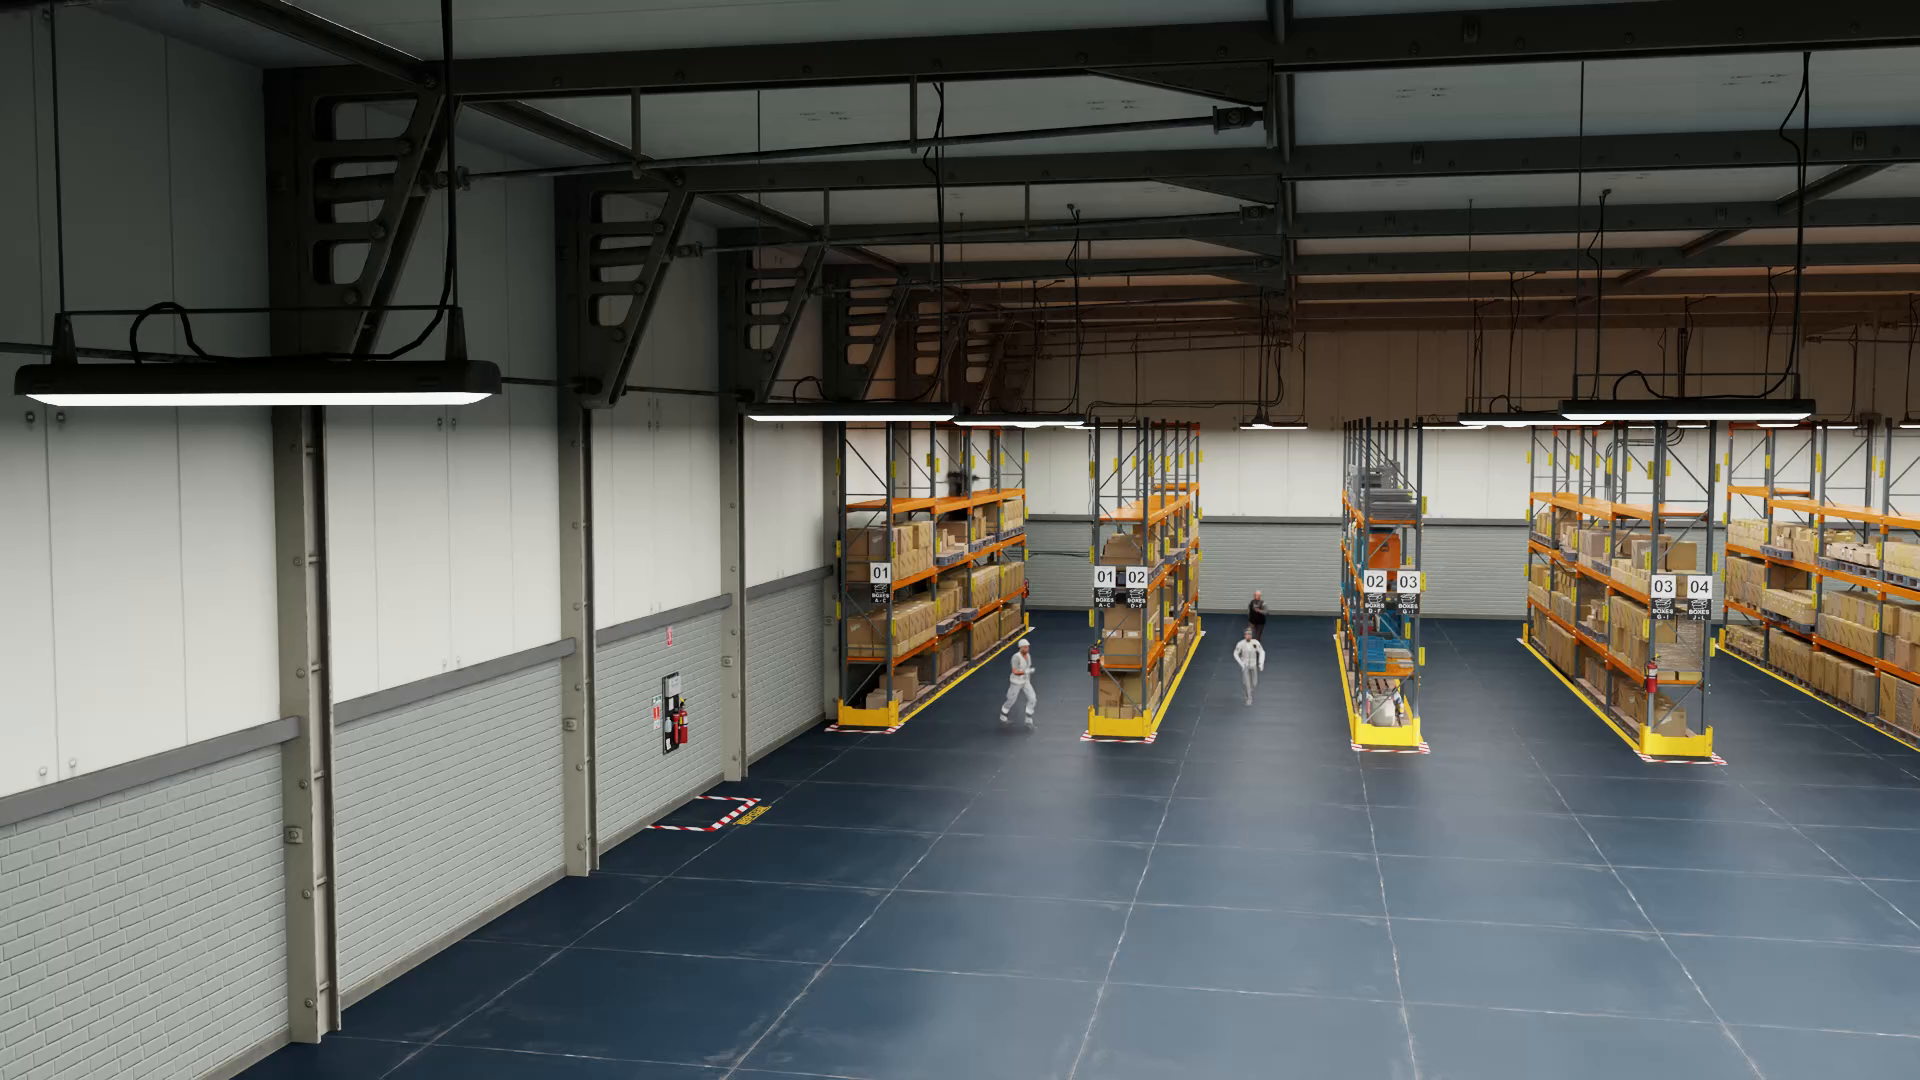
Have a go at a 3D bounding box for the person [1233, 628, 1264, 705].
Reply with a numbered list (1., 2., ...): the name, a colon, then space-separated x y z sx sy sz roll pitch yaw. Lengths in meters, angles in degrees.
1. person: 6.058 2.643 34.885 0.650 1.647 0.529 0 4 -1

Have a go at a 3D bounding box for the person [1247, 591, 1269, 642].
1. person: 7.591 2.129 42.403 0.589 1.662 0.884 1 4 17

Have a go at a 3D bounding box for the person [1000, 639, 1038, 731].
1. person: 1.155 2.759 31.889 0.668 1.758 0.982 -3 5 -40
